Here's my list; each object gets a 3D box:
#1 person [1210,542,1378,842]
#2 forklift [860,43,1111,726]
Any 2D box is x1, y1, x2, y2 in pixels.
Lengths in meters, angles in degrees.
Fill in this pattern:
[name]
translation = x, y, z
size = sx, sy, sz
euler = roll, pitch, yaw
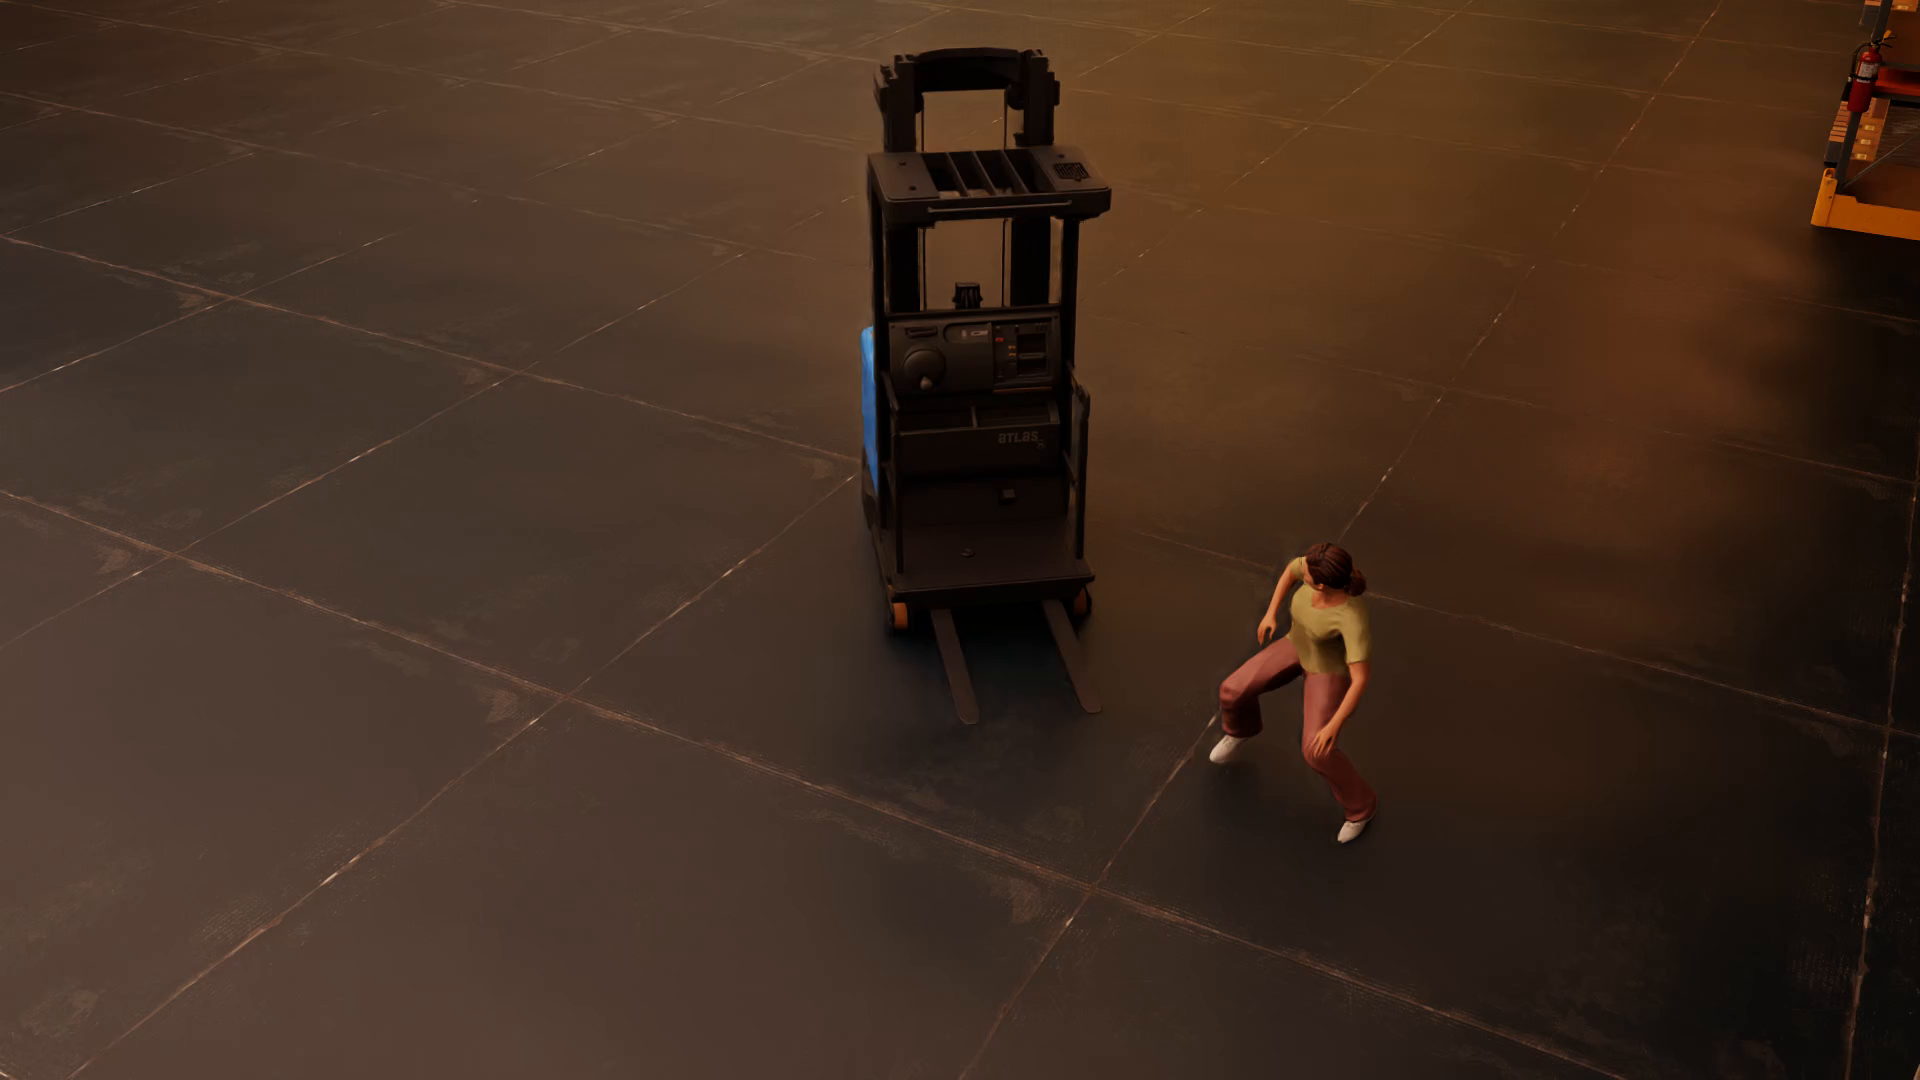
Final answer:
[person]
translation = 1.589, 0.619, 7.563
size = 0.596, 1.443, 0.793
euler = -22, 37, -33
[forklift]
translation = 0.119, -0.958, 8.731
size = 1.130, 2.935, 3.031
euler = -5, 30, -8
